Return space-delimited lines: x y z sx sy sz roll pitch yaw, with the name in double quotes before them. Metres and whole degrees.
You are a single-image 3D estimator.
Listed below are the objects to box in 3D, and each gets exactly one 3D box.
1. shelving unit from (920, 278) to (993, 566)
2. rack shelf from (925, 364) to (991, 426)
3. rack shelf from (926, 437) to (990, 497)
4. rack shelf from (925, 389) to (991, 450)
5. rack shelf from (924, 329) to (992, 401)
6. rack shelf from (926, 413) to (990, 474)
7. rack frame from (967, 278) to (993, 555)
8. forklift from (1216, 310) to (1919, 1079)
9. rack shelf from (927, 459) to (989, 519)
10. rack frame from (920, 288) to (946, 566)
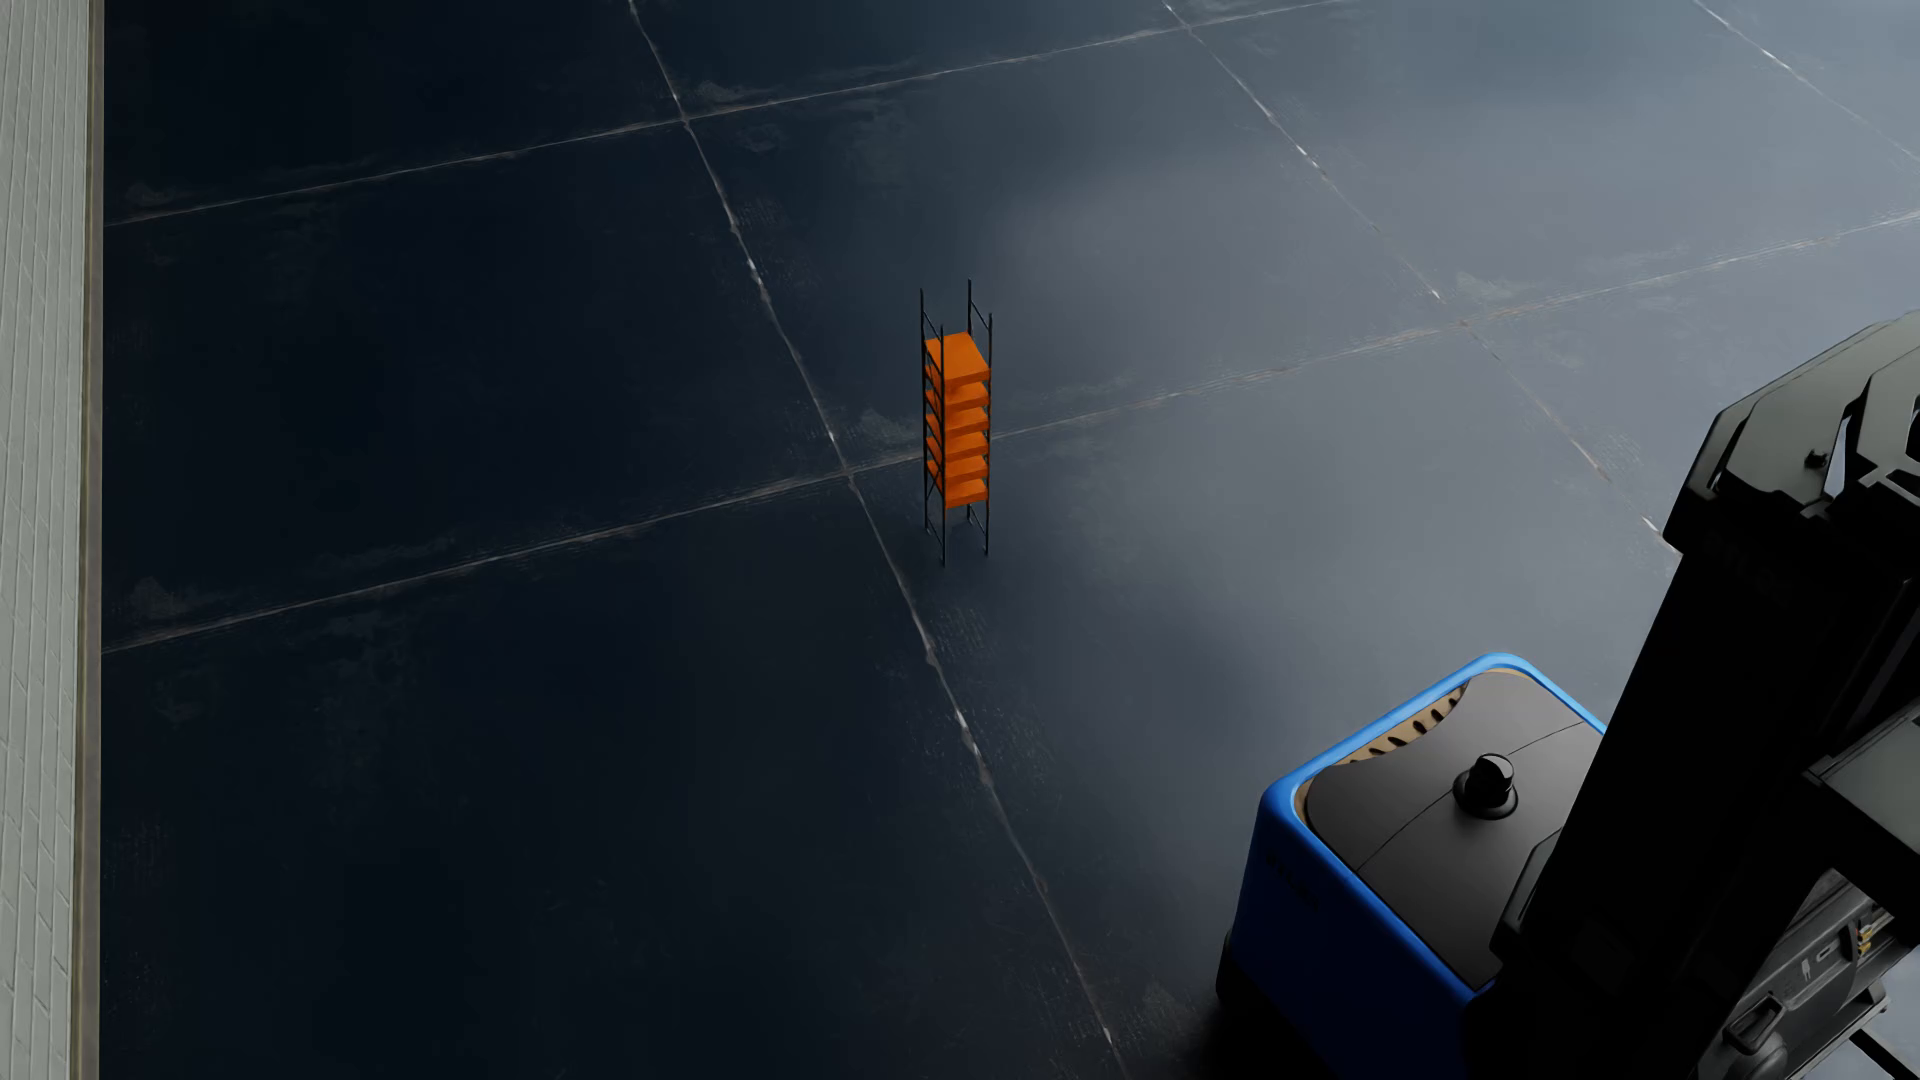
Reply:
"shelving unit" -0.014 -0.420 6.322 0.189 1.200 0.258 -14 47 -14
"rack shelf" -0.014 -0.558 6.183 0.180 0.103 0.258 -14 47 -14
"rack shelf" -0.014 -0.304 6.438 0.180 0.103 0.258 -14 47 -14
"rack shelf" -0.014 -0.473 6.268 0.180 0.103 0.258 -14 47 -14
"rack shelf" -0.014 -0.643 6.098 0.180 0.103 0.258 -14 47 -14
"rack shelf" -0.014 -0.389 6.353 0.180 0.103 0.258 -14 47 -14
"rack frame" 0.072 -0.442 6.343 0.006 1.200 0.240 -14 47 -14
"forklift" 2.053 1.086 3.598 1.130 2.935 3.031 -26 51 -24
"rack shelf" -0.014 -0.219 6.523 0.180 0.103 0.258 -14 47 -14
"rack frame" -0.100 -0.398 6.300 0.006 1.200 0.240 -14 47 -14
